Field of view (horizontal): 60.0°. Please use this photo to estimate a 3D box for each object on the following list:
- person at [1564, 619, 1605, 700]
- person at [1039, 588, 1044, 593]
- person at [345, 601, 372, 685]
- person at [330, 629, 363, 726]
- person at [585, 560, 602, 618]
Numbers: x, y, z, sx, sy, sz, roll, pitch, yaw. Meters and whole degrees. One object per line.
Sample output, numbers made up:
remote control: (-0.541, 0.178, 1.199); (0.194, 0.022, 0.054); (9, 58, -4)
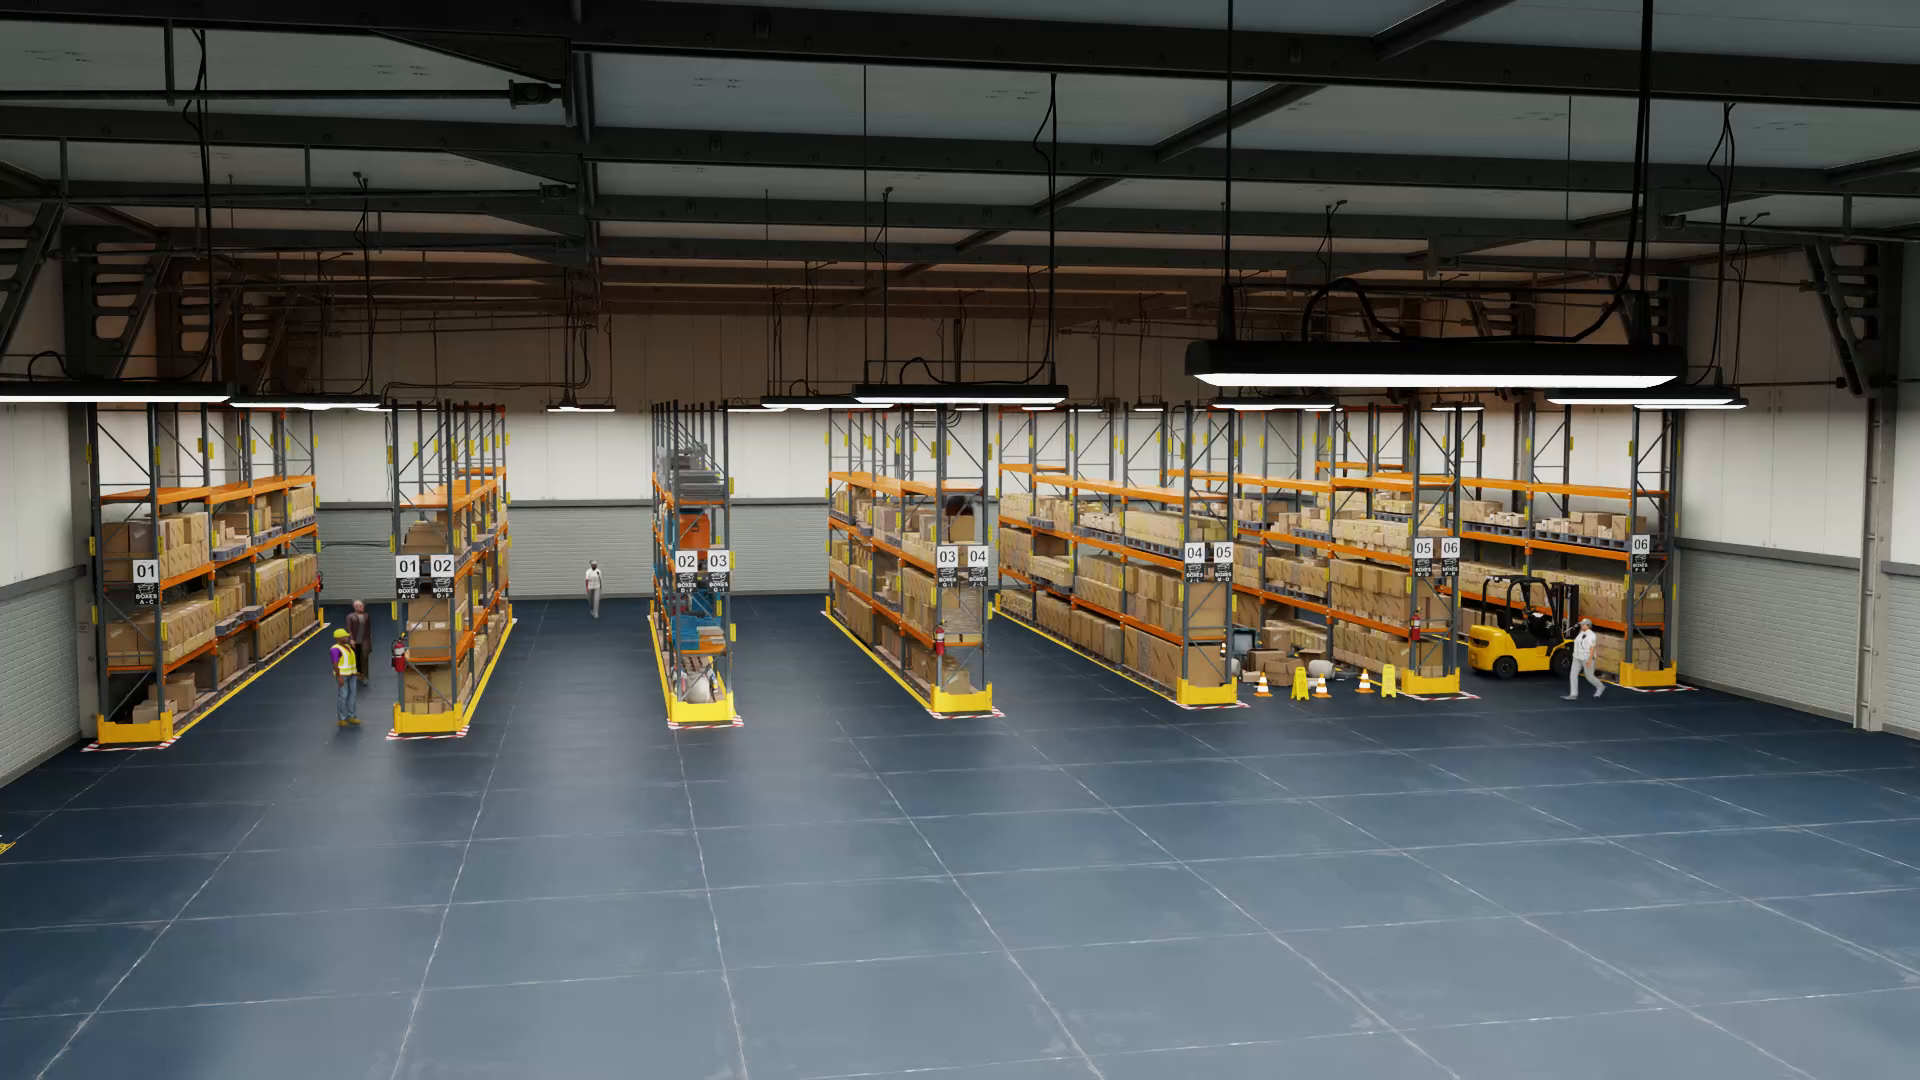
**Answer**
person: (12.566, 2.387, 33.381); (0.882, 1.629, 0.490); (-3, 5, -33)
person: (2.656, 1.016, 51.308); (0.741, 1.644, 0.527); (-4, 6, -40)
person: (-12.798, 2.169, 35.405); (0.530, 1.725, 1.047); (-1, 4, -14)
person: (-11.373, 2.544, 30.886); (0.521, 1.804, 0.626); (2, 5, 23)
person: (-10.324, 1.366, 46.885); (0.448, 1.640, 0.928); (-1, 4, -7)
